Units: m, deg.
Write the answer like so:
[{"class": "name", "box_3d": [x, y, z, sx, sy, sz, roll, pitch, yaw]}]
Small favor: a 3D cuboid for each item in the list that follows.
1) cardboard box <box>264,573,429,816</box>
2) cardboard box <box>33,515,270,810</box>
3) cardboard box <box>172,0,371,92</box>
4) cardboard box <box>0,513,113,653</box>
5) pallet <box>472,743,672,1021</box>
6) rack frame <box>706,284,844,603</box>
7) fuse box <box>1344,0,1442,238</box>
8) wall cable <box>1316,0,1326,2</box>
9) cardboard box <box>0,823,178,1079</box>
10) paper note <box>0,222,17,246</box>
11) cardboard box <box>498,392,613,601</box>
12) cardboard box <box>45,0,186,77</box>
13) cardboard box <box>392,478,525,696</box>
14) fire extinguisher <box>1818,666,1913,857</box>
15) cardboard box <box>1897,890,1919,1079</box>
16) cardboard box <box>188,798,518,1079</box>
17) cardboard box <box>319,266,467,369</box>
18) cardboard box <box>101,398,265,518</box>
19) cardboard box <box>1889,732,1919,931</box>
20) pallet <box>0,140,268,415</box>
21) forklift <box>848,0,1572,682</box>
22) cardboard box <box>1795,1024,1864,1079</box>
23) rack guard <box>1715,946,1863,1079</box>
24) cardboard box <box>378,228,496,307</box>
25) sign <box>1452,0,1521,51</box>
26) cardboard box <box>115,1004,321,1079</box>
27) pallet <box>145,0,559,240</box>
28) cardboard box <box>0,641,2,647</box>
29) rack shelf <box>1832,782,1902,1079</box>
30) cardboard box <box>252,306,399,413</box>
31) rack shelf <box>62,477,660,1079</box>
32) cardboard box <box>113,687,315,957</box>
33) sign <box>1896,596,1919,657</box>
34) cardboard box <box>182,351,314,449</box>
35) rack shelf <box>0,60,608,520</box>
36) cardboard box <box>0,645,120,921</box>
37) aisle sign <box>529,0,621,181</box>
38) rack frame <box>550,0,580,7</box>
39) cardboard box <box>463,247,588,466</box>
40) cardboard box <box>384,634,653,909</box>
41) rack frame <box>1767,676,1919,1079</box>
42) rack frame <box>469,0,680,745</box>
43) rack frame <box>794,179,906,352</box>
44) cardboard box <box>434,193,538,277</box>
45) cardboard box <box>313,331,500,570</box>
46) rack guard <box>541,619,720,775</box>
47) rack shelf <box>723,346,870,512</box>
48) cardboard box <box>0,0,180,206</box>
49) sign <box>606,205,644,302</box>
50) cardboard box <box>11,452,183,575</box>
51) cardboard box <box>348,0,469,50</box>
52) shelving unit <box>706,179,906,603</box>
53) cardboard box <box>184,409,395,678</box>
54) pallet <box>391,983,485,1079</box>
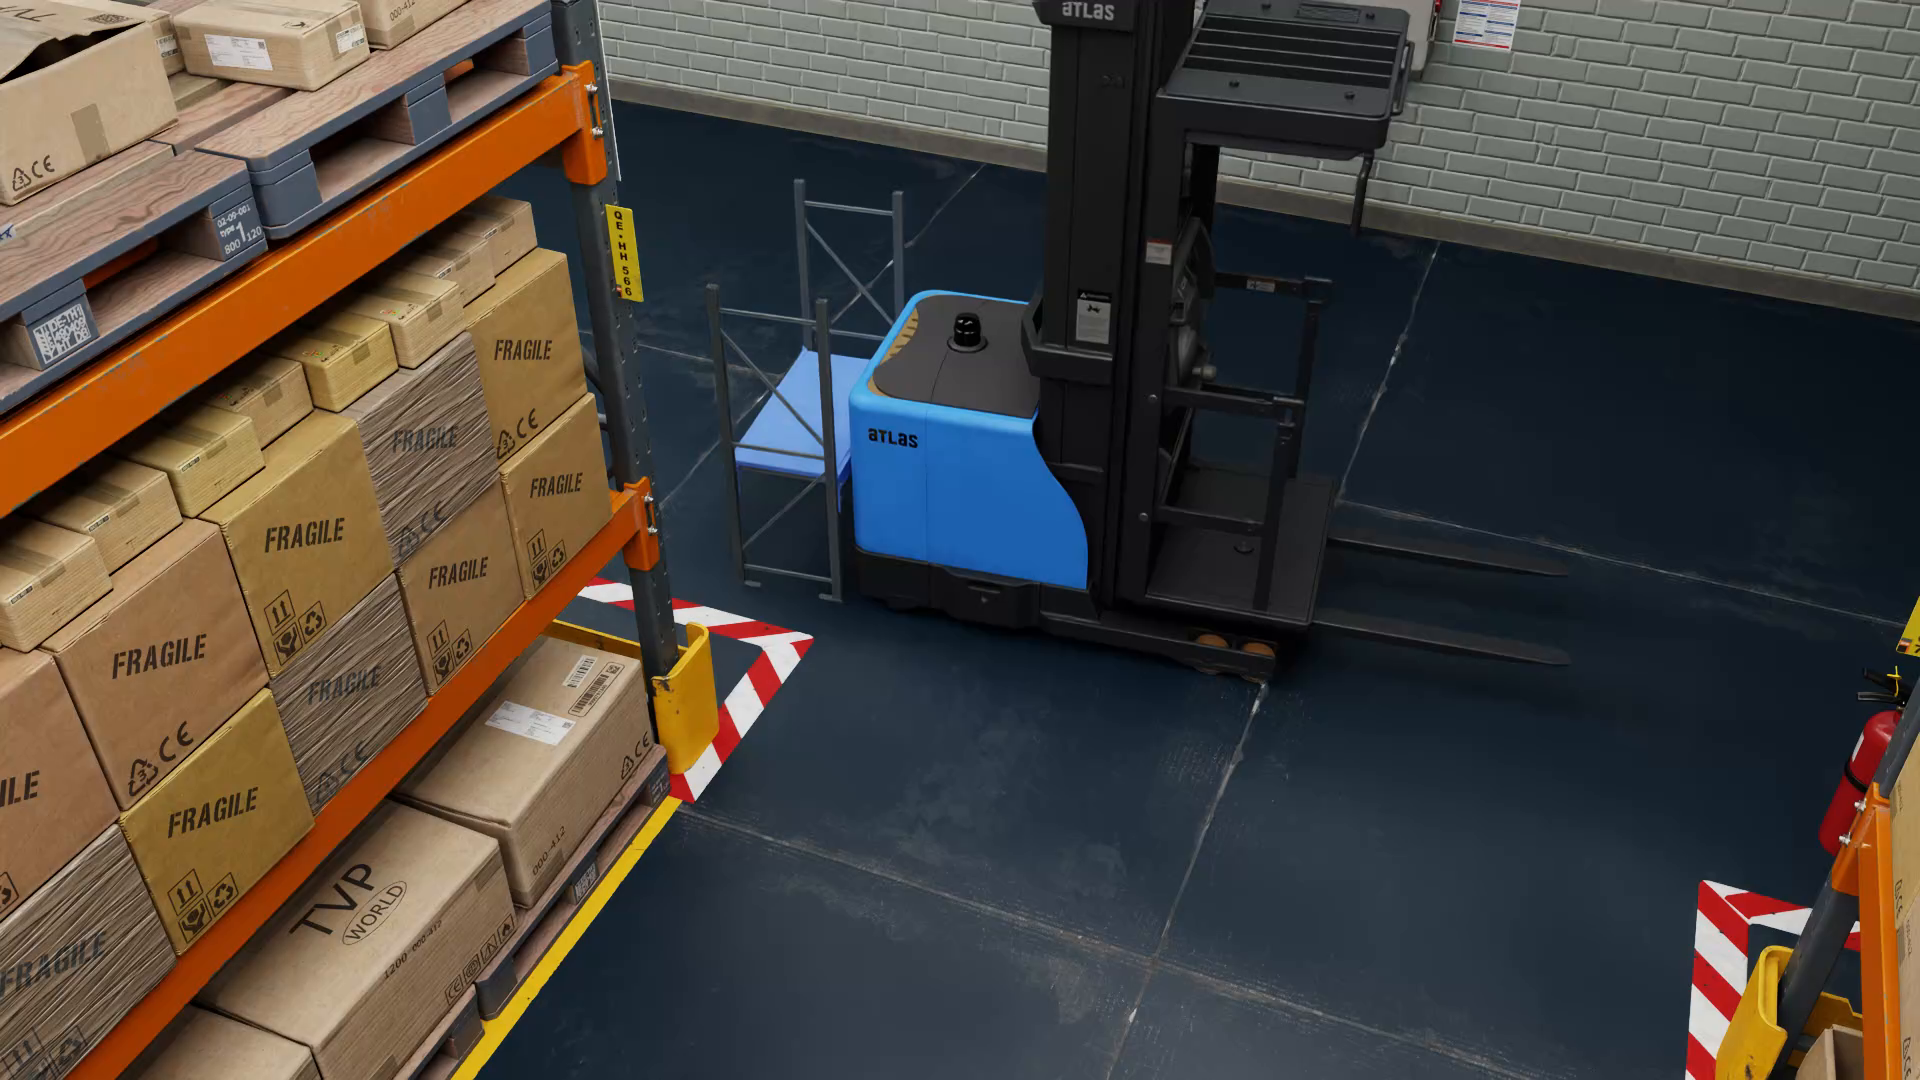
[{"class": "cardboard box", "box_3d": [-1.898, 0.365, 4.673, 0.500, 0.500, 0.500, 15, 39, 19]}, {"class": "cardboard box", "box_3d": [-2.087, 0.244, 3.999, 0.500, 0.500, 0.500, 14, 39, 17]}, {"class": "cardboard box", "box_3d": [-1.741, -1.273, 4.218, 0.380, 0.149, 0.250, 11, 38, 14]}, {"class": "cardboard box", "box_3d": [-2.132, 0.076, 3.682, 0.380, 0.149, 0.250, 14, 39, 18]}, {"class": "pallet", "box_3d": [-1.799, 1.094, 6.110, 1.003, 0.211, 1.213, 14, 39, 18]}, {"class": "rack frame", "box_3d": [-0.762, -0.370, 6.993, 0.500, 1.500, 0.032, 9, 38, 12]}, {"class": "fuse box", "box_3d": [2.444, -2.536, 9.713, 0.539, 1.711, 0.414, 14, 39, 18]}, {"class": "wall cable", "box_3d": [1.872, -3.701, 9.348, 0.588, 1.984, 0.122, 14, 39, 18]}, {"class": "cardboard box", "box_3d": [-2.278, 0.939, 3.905, 0.500, 0.500, 0.500, 14, 39, 18]}, {"class": "paper note", "box_3d": [-1.828, -0.559, 3.133, 0.006, 0.032, 0.123, 14, 39, 18]}, {"class": "cardboard box", "box_3d": [-1.506, -0.196, 5.424, 0.500, 0.500, 0.500, 14, 39, 18]}, {"class": "cardboard box", "box_3d": [-2.194, -1.243, 4.177, 0.380, 0.149, 0.250, 15, 39, 19]}, {"class": "cardboard box", "box_3d": [-1.711, 0.078, 5.057, 0.500, 0.500, 0.500, 13, 39, 17]}, {"class": "fire extinguisher", "box_3d": [2.653, 0.639, 4.766, 0.296, 0.674, 0.183, 14, 39, 18]}, {"class": "cardboard box", "box_3d": [2.411, 1.055, 3.710, 0.500, 0.250, 0.500, 14, 39, 18]}, {"class": "cardboard box", "box_3d": [-2.067, 1.271, 5.333, 0.875, 0.438, 0.875, 15, 39, 19]}, {"class": "cardboard box", "box_3d": [-1.614, -0.632, 4.629, 0.380, 0.149, 0.250, 13, 39, 17]}, {"class": "cardboard box", "box_3d": [-1.954, -0.221, 4.079, 0.380, 0.149, 0.250, 15, 39, 19]}, {"class": "cardboard box", "box_3d": [2.602, 0.776, 4.084, 0.500, 0.250, 0.500, 14, 39, 18]}, {"class": "pallet", "box_3d": [-2.303, -0.559, 3.561, 1.003, 0.211, 1.213, 14, 39, 18]}, {"class": "forklift", "box_3d": [1.104, -0.935, 6.553, 3.031, 2.935, 1.130, 10, 38, 13]}, {"class": "cardboard box", "box_3d": [2.704, 1.794, 4.579, 0.797, 0.503, 0.637, 12, 39, 16]}, {"class": "rack guard", "box_3d": [2.995, 1.688, 5.074, 1.175, 0.500, 0.348, 14, 39, 18]}, {"class": "cardboard box", "box_3d": [-1.593, -0.794, 4.846, 0.380, 0.149, 0.250, 15, 39, 19]}, {"class": "sign", "box_3d": [2.979, -3.016, 9.359, 0.329, 0.494, 0.001, 14, 39, 18]}, {"class": "cardboard box", "box_3d": [-2.411, 1.770, 4.666, 0.875, 0.438, 0.875, 13, 39, 16]}, {"class": "pallet", "box_3d": [-1.840, -1.237, 4.468, 1.003, 0.211, 1.213, 14, 39, 18]}, {"class": "cardboard box", "box_3d": [-2.290, 0.196, 3.521, 0.380, 0.149, 0.250, 14, 39, 18]}, {"class": "rack shelf", "box_3d": [2.263, 2.040, 3.116, 1.077, 0.370, 4.000, 14, 39, 18]}, {"class": "cardboard box", "box_3d": [-1.747, -0.502, 4.455, 0.380, 0.149, 0.250, 15, 39, 19]}, {"class": "rack shelf", "box_3d": [-2.328, 0.912, 4.626, 1.077, 0.370, 4.000, 14, 39, 18]}, {"class": "cardboard box", "box_3d": [-2.082, 0.654, 4.286, 0.500, 0.500, 0.500, 15, 39, 19]}, {"class": "sign", "box_3d": [2.522, 0.175, 4.288, 0.100, 0.325, 0.005, 14, 39, 18]}, {"class": "cardboard box", "box_3d": [-1.912, -0.373, 4.283, 0.380, 0.149, 0.250, 13, 39, 17]}, {"class": "rack shelf", "box_3d": [-2.328, -0.290, 3.728, 1.077, 0.370, 4.000, 14, 39, 18]}, {"class": "cardboard box", "box_3d": [-2.281, 0.523, 3.627, 0.500, 0.500, 0.500, 15, 39, 19]}, {"class": "aisle sign", "box_3d": [-1.253, -1.494, 5.072, 0.394, 0.787, 0.004, 14, 39, 18]}, {"class": "rack frame", "box_3d": [-1.567, -2.887, 4.096, 1.000, 3.000, 0.127, 14, 39, 18]}, {"class": "cardboard box", "box_3d": [-1.531, -0.603, 5.133, 0.500, 0.500, 0.500, 15, 39, 19]}, {"class": "cardboard box", "box_3d": [-1.726, 0.763, 6.014, 0.875, 0.438, 0.875, 13, 39, 16]}, {"class": "rack frame", "box_3d": [3.024, 0.645, 4.382, 1.000, 3.000, 0.127, 14, 39, 18]}, {"class": "rack frame", "box_3d": [-1.567, -0.484, 5.892, 1.000, 3.000, 0.127, 14, 39, 18]}, {"class": "rack frame", "box_3d": [-0.493, -0.957, 7.778, 0.500, 1.500, 0.032, 9, 38, 12]}, {"class": "cardboard box", "box_3d": [-1.519, -0.940, 5.041, 0.380, 0.149, 0.250, 14, 39, 18]}, {"class": "cardboard box", "box_3d": [-1.702, -0.307, 4.737, 0.500, 0.500, 0.500, 14, 39, 18]}, {"class": "rack guard", "box_3d": [-1.558, 0.504, 6.658, 1.175, 0.500, 0.348, 14, 39, 18]}, {"class": "rack shelf", "box_3d": [-0.627, -0.520, 7.493, 0.538, 0.185, 1.000, 9, 38, 12]}, {"class": "cardboard box", "box_3d": [-2.183, -1.040, 3.771, 0.500, 0.311, 0.500, 15, 39, 19]}, {"class": "sign", "box_3d": [-1.071, -0.911, 5.298, 0.100, 0.325, 0.005, 14, 39, 18]}, {"class": "cardboard box", "box_3d": [-2.071, -0.080, 3.891, 0.380, 0.149, 0.250, 15, 39, 19]}, {"class": "cardboard box", "box_3d": [-1.655, -1.564, 4.522, 0.500, 0.250, 0.500, 10, 38, 14]}, {"class": "shelving unit", "box_3d": [-0.627, -0.664, 7.385, 0.538, 1.500, 1.048, 9, 38, 12]}, {"class": "cardboard box", "box_3d": [-1.894, -0.034, 4.371, 0.500, 0.500, 0.500, 14, 39, 18]}, {"class": "pallet", "box_3d": [-2.265, 1.767, 5.210, 1.003, 0.211, 1.213, 14, 39, 18]}]
